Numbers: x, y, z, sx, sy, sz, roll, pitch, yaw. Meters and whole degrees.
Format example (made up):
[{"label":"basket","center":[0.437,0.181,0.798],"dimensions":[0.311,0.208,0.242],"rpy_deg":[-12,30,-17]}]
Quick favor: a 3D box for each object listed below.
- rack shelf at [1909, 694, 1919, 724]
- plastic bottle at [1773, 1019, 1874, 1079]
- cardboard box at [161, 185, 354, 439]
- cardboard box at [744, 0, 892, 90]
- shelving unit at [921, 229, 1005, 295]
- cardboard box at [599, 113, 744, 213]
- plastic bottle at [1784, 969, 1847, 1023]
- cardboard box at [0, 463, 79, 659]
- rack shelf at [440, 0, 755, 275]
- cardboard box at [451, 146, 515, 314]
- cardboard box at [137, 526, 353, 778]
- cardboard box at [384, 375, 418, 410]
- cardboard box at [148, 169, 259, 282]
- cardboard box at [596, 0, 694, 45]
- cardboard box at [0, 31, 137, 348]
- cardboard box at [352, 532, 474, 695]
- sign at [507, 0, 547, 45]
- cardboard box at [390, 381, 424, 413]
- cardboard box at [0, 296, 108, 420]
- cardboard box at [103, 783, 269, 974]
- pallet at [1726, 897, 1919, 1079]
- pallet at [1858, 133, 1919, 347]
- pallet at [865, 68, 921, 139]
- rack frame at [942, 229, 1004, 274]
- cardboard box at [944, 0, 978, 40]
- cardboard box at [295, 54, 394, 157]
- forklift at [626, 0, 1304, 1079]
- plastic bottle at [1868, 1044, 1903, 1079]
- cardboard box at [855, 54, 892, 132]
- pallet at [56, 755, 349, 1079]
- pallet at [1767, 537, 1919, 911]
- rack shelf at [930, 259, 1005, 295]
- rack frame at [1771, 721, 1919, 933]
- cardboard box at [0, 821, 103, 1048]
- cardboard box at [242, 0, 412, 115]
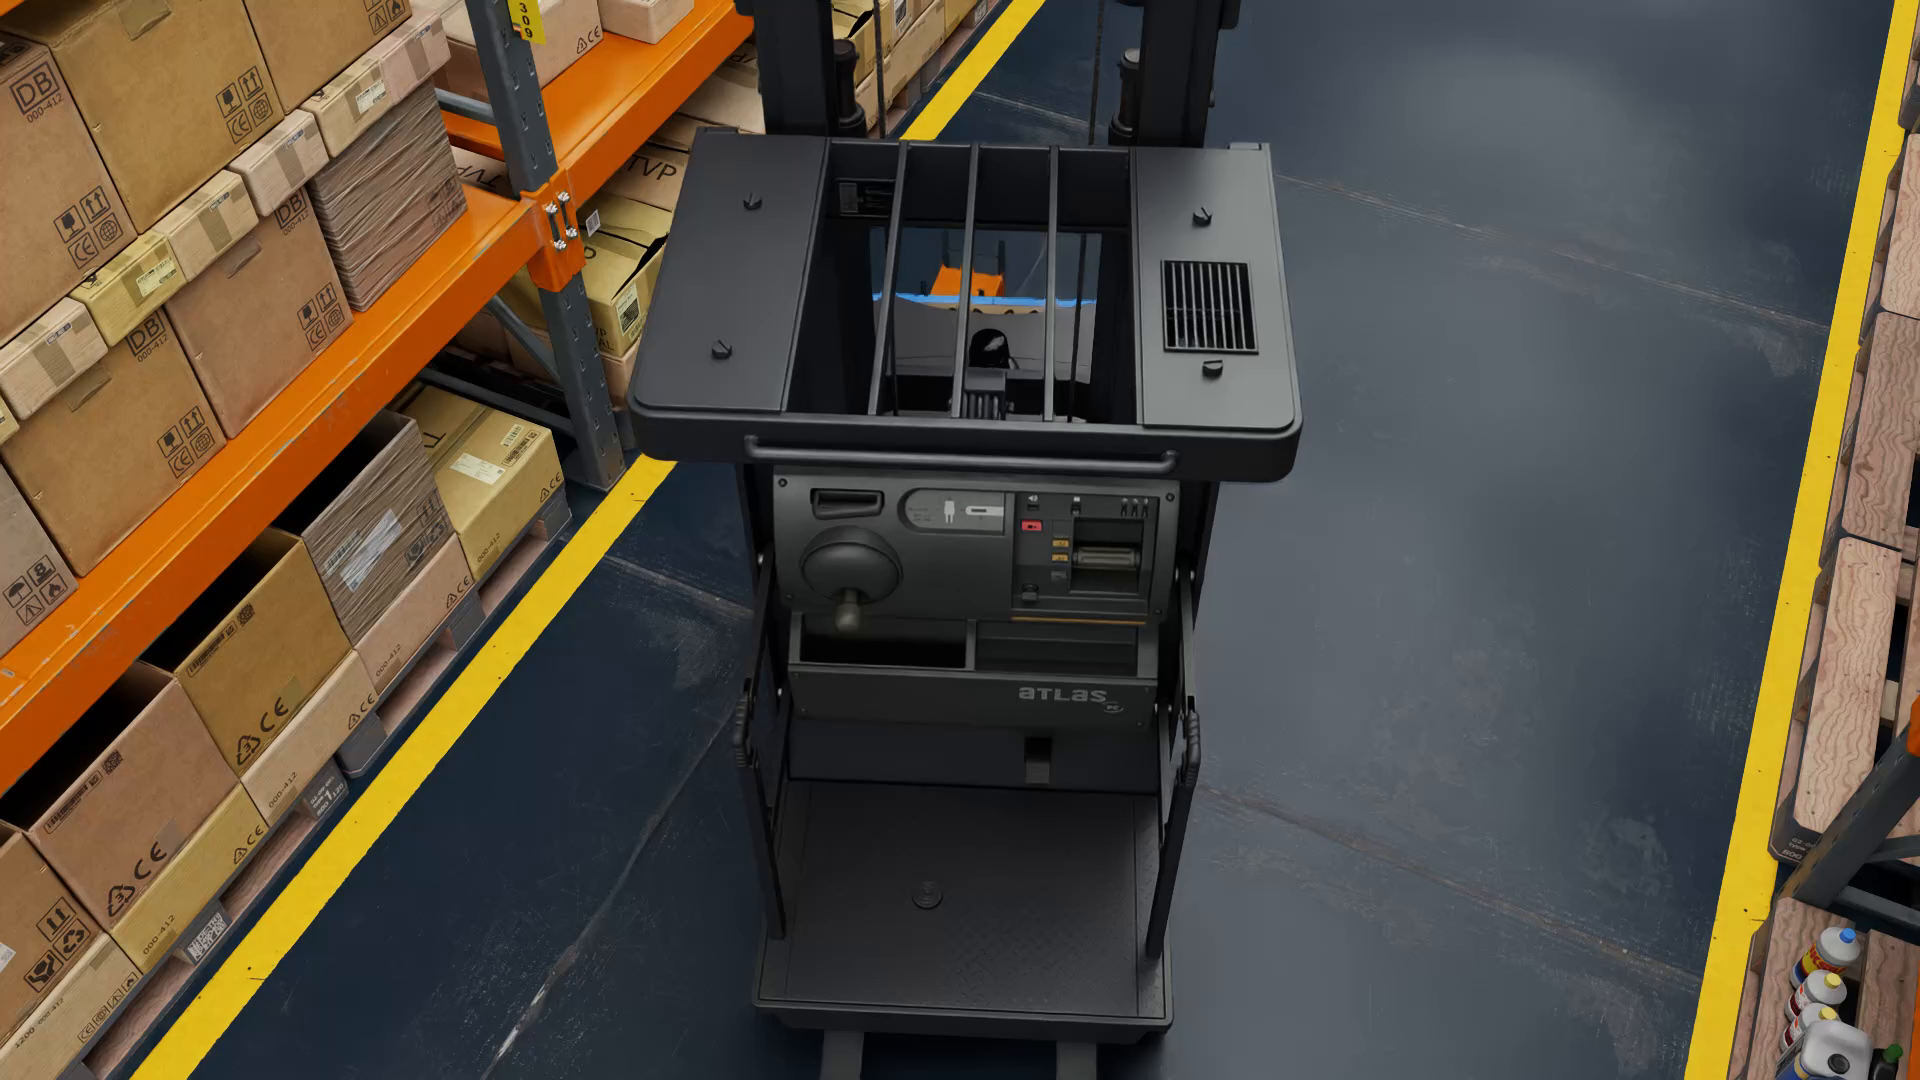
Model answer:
[{"label":"rack shelf","center":[3.660,-0.869,4.992],"dimensions":[1.077,0.370,4.000],"rpy_deg":[20,52,16]},{"label":"plastic bottle","center":[2.160,1.323,4.154],"dimensions":[0.152,0.276,0.135],"rpy_deg":[22,53,17]},{"label":"cardboard box","center":[-2.074,-0.699,4.310],"dimensions":[0.700,0.500,0.500],"rpy_deg":[19,52,16]},{"label":"cardboard box","center":[-0.614,-2.029,6.668],"dimensions":[0.500,0.311,0.500],"rpy_deg":[21,53,17]},{"label":"shelving unit","center":[0.010,-0.526,5.508],"dimensions":[0.215,1.050,0.252],"rpy_deg":[11,51,10]},{"label":"cardboard box","center":[-1.051,-1.313,6.059],"dimensions":[0.500,0.311,0.500],"rpy_deg":[19,52,16]},{"label":"plastic bottle","center":[2.230,1.186,4.320],"dimensions":[0.097,0.201,0.097],"rpy_deg":[0,50,0]},{"label":"cardboard box","center":[-2.510,-0.002,3.716],"dimensions":[0.700,0.500,0.500],"rpy_deg":[21,53,17]},{"label":"rack shelf","center":[-0.817,-2.484,6.366],"dimensions":[1.077,0.370,4.000],"rpy_deg":[20,52,16]},{"label":"cardboard box","center":[-1.757,-1.138,5.911],"dimensions":[0.500,0.311,0.500],"rpy_deg":[20,52,16]},{"label":"cardboard box","center":[-2.106,0.249,4.606],"dimensions":[0.500,0.500,0.500],"rpy_deg":[20,52,16]},{"label":"cardboard box","center":[-2.152,-0.610,5.337],"dimensions":[0.500,0.500,0.500],"rpy_deg":[20,52,16]},{"label":"cardboard box","center":[-1.922,-0.793,3.964],"dimensions":[0.380,0.149,0.250],"rpy_deg":[20,52,16]},{"label":"cardboard box","center":[-1.108,-1.802,5.478],"dimensions":[0.380,0.149,0.250],"rpy_deg":[20,52,16]},{"label":"cardboard box","center":[-2.284,-0.792,3.537],"dimensions":[0.700,0.500,0.500],"rpy_deg":[20,52,16]},{"label":"cardboard box","center":[-1.894,0.147,5.185],"dimensions":[0.500,0.250,0.500],"rpy_deg":[20,52,16]},{"label":"sign","center":[-1.169,-1.466,4.408],"dimensions":[0.100,0.325,0.005],"rpy_deg":[20,52,16]},{"label":"cardboard box","center":[-2.143,-0.364,5.620],"dimensions":[0.500,0.250,0.500],"rpy_deg":[20,52,16]},{"label":"cardboard box","center":[-2.137,-0.451,3.673],"dimensions":[0.380,0.149,0.250],"rpy_deg":[21,53,17]},{"label":"cardboard box","center":[-2.307,0.841,4.595],"dimensions":[0.500,0.250,0.500],"rpy_deg":[20,52,16]},{"label":"pallet","center":[2.481,1.627,4.227],"dimensions":[1.003,0.211,1.213],"rpy_deg":[20,52,16]},{"label":"pallet","center":[4.149,-1.055,6.509],"dimensions":[1.003,0.211,1.213],"rpy_deg":[20,52,16]},{"label":"pallet","center":[-0.872,-1.799,7.142],"dimensions":[1.003,0.211,1.213],"rpy_deg":[20,52,16]},{"label":"rack frame","center":[0.041,-0.616,5.585],"dimensions":[0.200,1.050,0.008],"rpy_deg":[11,51,10]},{"label":"cardboard box","center":[-0.183,-2.541,7.472],"dimensions":[0.500,0.250,0.500],"rpy_deg":[19,52,16]},{"label":"cardboard box","center":[-1.701,-1.156,4.272],"dimensions":[0.380,0.149,0.250],"rpy_deg":[19,52,15]},{"label":"forklift","center":[0.025,0.134,3.711],"dimensions":[1.130,2.935,3.031],"rpy_deg":[2,50,2]},{"label":"plastic bottle","center":[2.257,1.355,4.122],"dimensions":[0.061,0.283,0.133],"rpy_deg":[20,52,16]},{"label":"cardboard box","center":[-0.618,-1.841,6.876],"dimensions":[0.500,0.250,0.500],"rpy_deg":[21,53,17]},{"label":"pallet","center":[-2.569,0.941,4.810],"dimensions":[1.003,0.211,1.213],"rpy_deg":[20,52,16]},{"label":"pallet","center":[3.106,0.625,5.080],"dimensions":[1.003,0.211,1.213],"rpy_deg":[20,52,16]},{"label":"rack shelf","center":[0.010,-0.703,5.300],"dimensions":[0.215,0.259,0.240],"rpy_deg":[11,51,10]},{"label":"rack frame","center":[2.806,0.275,3.547],"dimensions":[1.000,3.000,0.127],"rpy_deg":[20,52,16]},{"label":"cardboard box","center":[-2.536,0.937,4.021],"dimensions":[0.500,0.500,0.500],"rpy_deg":[20,52,16]},{"label":"cardboard box","center":[-1.855,-1.485,4.126],"dimensions":[0.700,0.500,0.500],"rpy_deg":[20,52,16]}]
